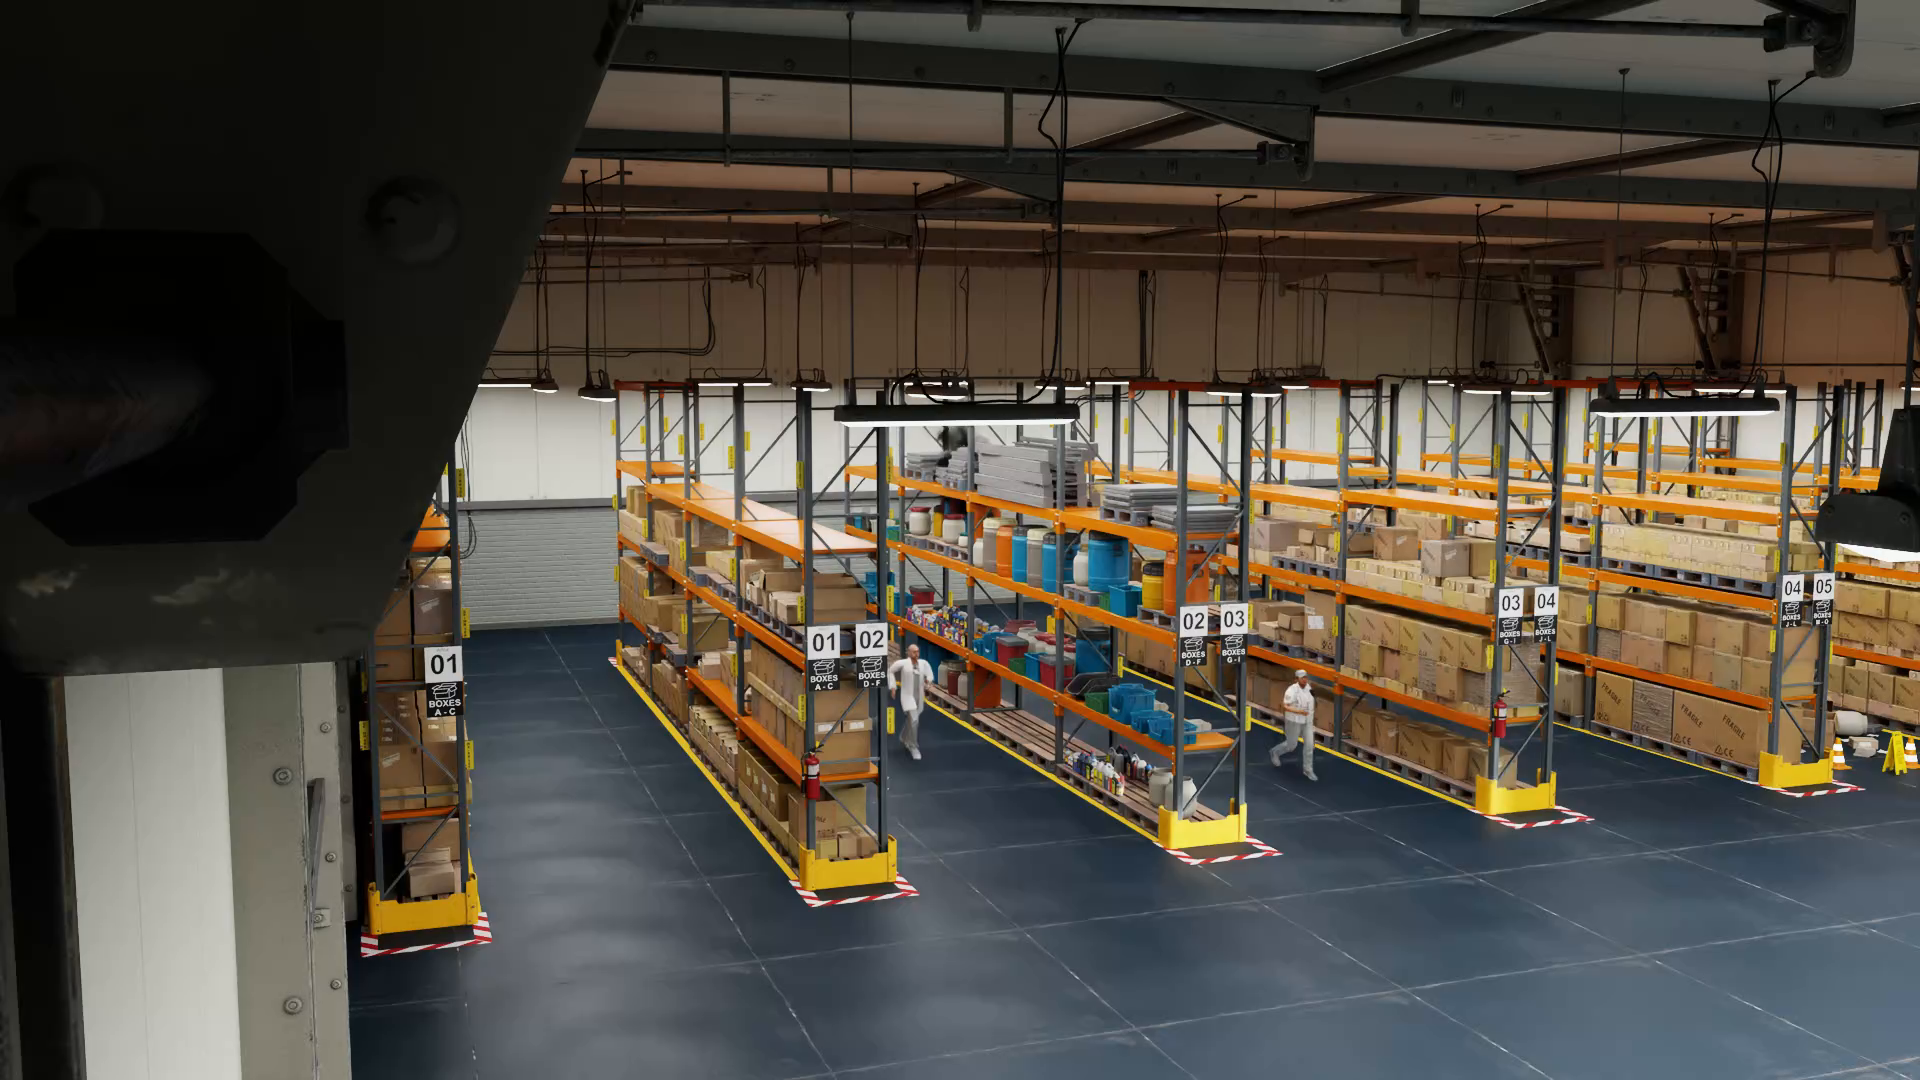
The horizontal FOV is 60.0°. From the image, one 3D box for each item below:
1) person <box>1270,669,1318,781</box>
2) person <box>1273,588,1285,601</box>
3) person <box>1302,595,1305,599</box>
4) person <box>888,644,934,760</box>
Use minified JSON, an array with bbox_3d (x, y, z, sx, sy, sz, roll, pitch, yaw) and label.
[{"bbox_3d":[5.209,2.808,25.642,0.615,1.677,0.914,-3,7,-25],"label":"person"},{"bbox_3d":[8.039,1.203,41.388,0.692,1.586,0.624,3,7,29],"label":"person"},{"bbox_3d":[8.861,1.042,41.919,0.599,1.729,0.682,-2,6,-21],"label":"person"},{"bbox_3d":[-0.775,2.644,26.973,0.666,1.753,0.937,-4,7,-31],"label":"person"}]
